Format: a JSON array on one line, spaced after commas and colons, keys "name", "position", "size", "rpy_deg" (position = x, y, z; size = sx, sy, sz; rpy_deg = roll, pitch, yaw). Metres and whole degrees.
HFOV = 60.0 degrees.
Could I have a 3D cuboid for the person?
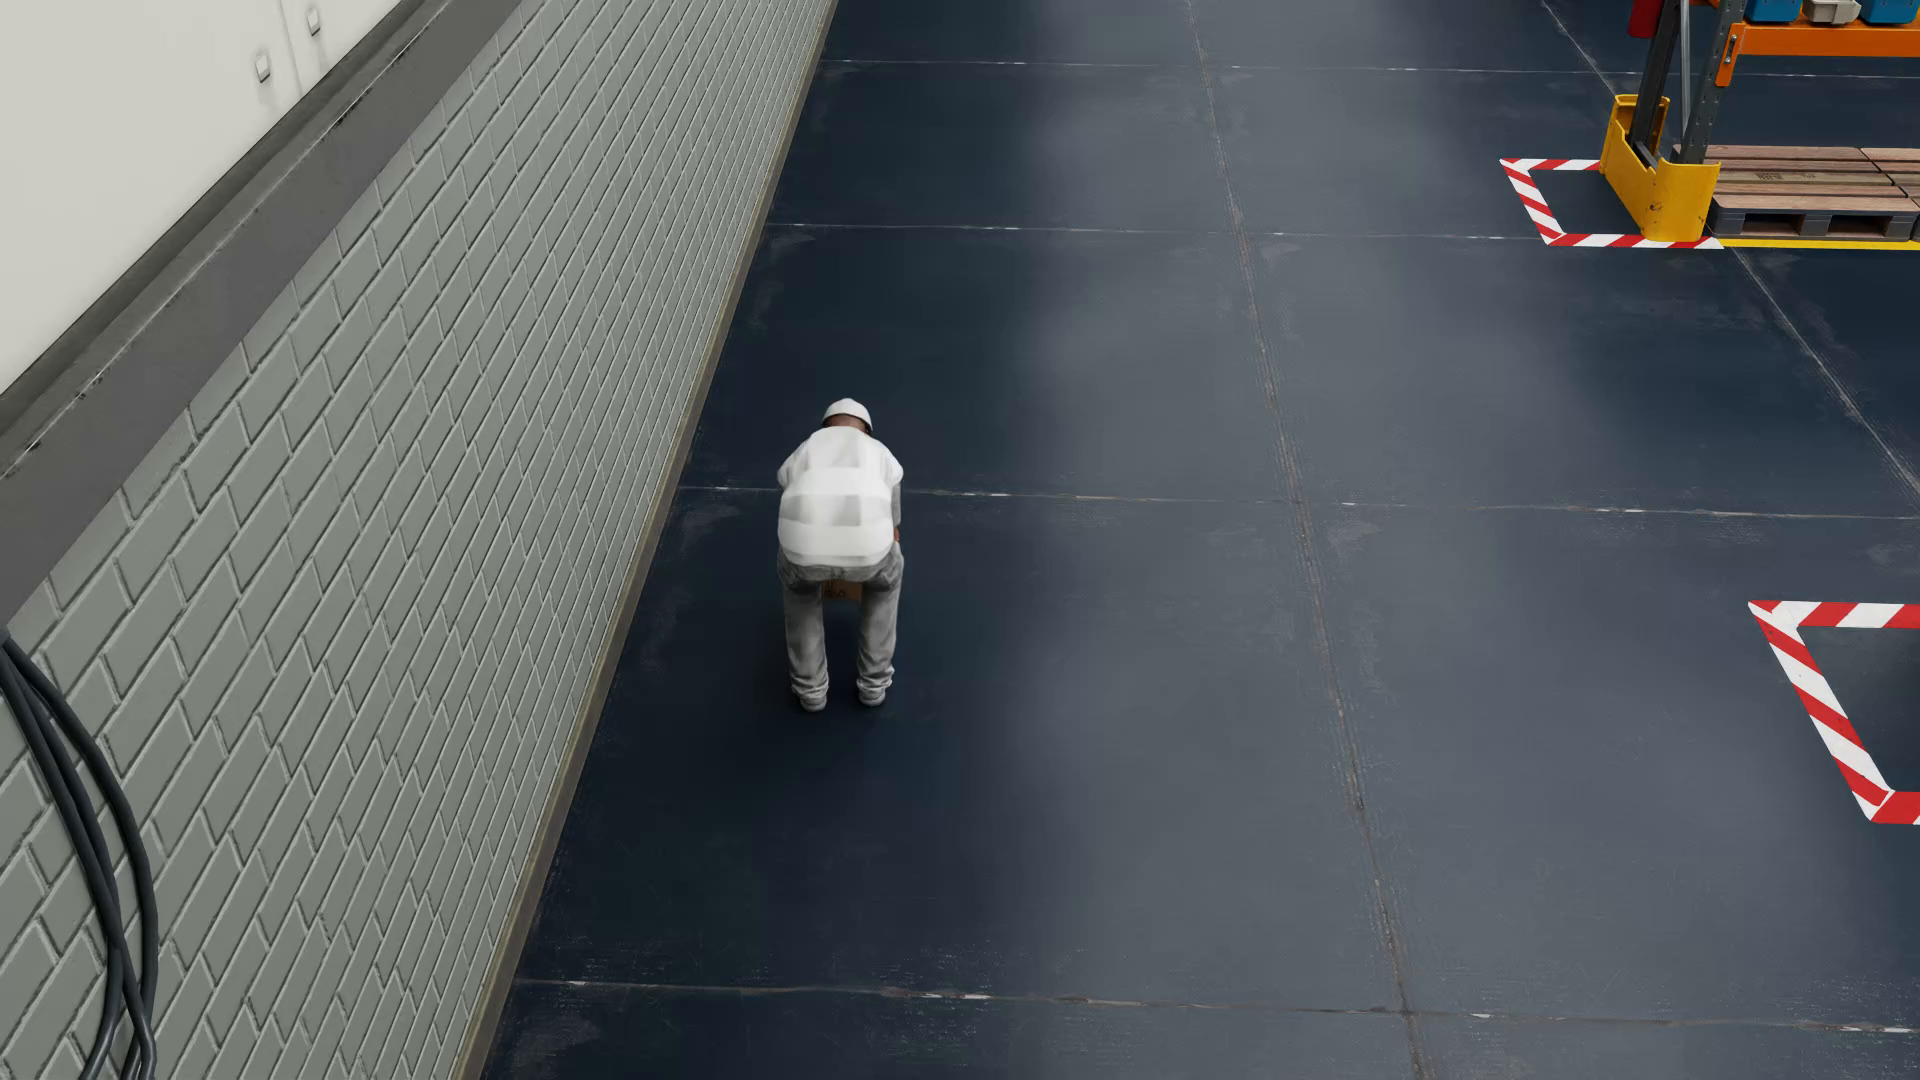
[{"name": "person", "position": [-0.469, 0.053, 6.653], "size": [0.497, 1.085, 0.992], "rpy_deg": [0, 35, 0]}]
